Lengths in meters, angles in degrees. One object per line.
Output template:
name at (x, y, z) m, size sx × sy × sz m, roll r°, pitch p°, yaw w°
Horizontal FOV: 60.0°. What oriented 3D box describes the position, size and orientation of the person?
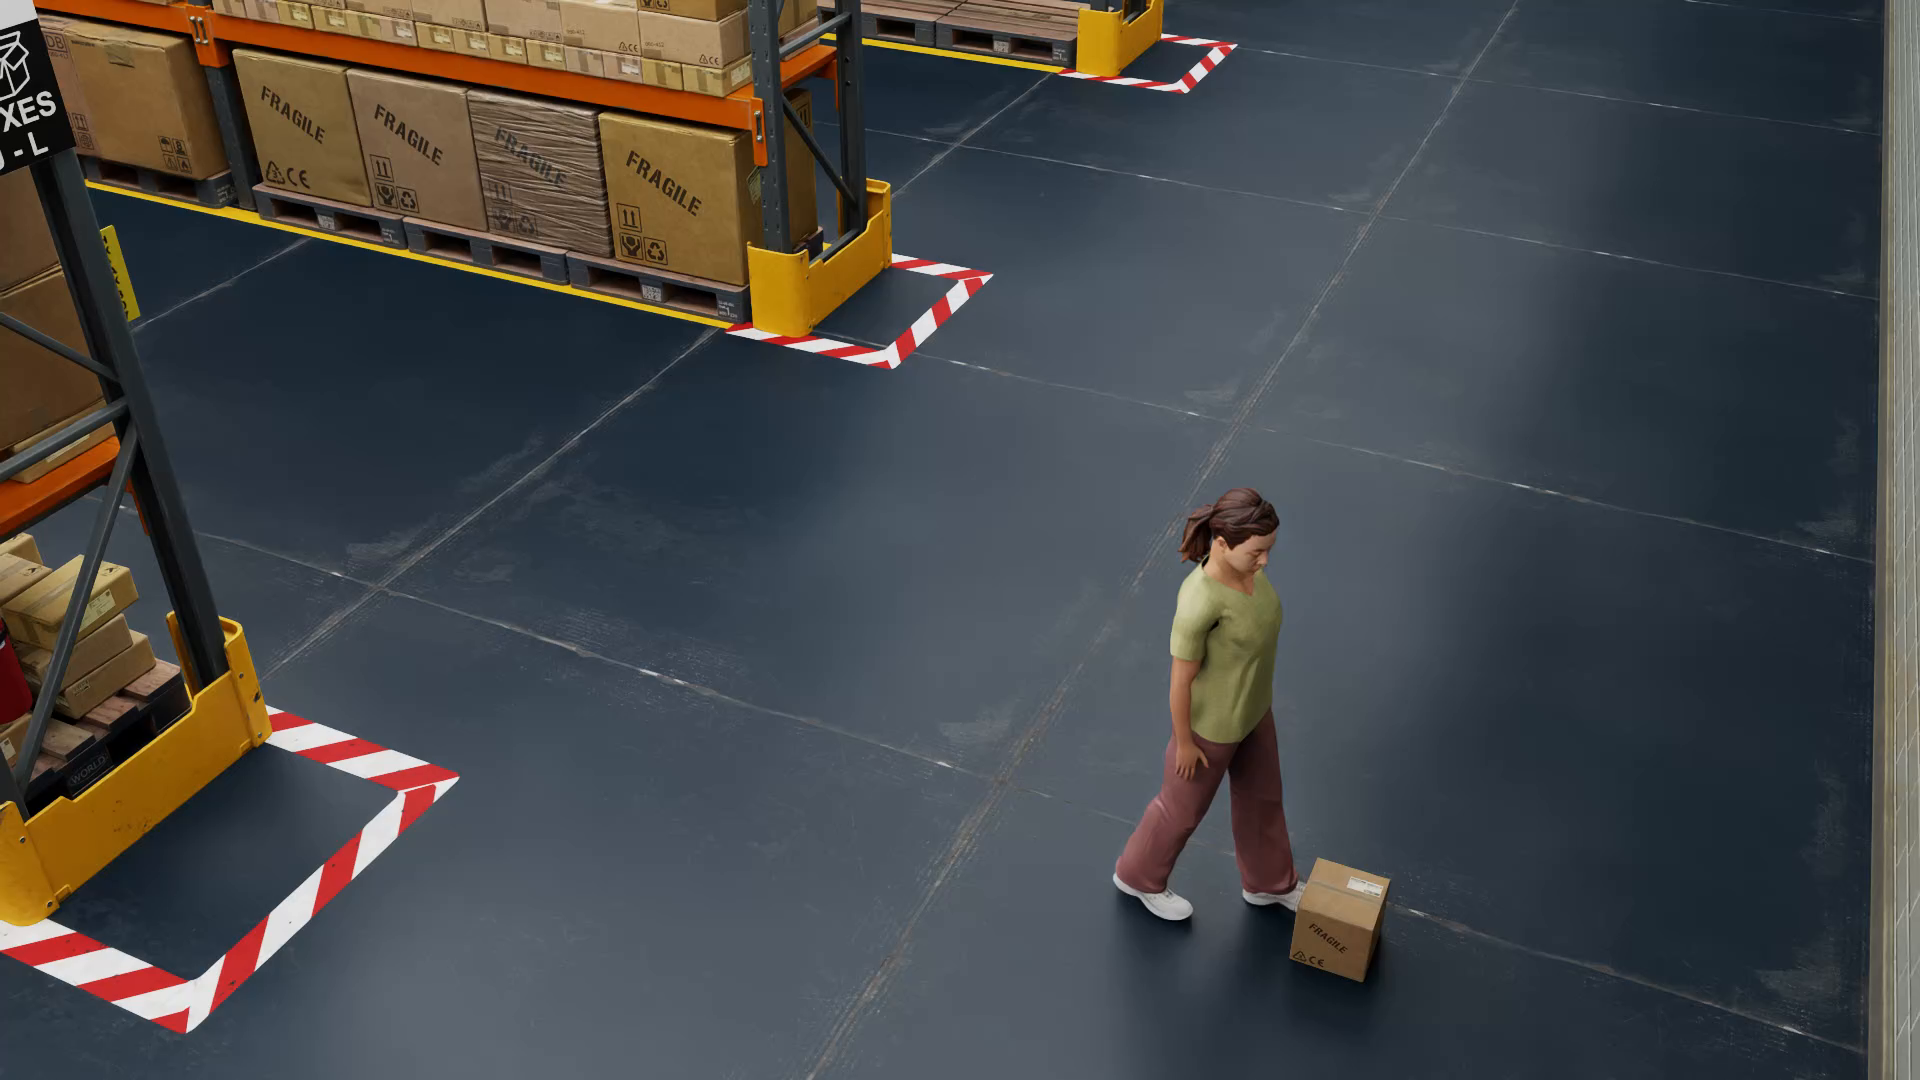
person at (0.886, 0.571, 5.280) m, size 0.706 × 1.663 × 0.464 m, roll 19°, pitch 38°, yaw 26°
